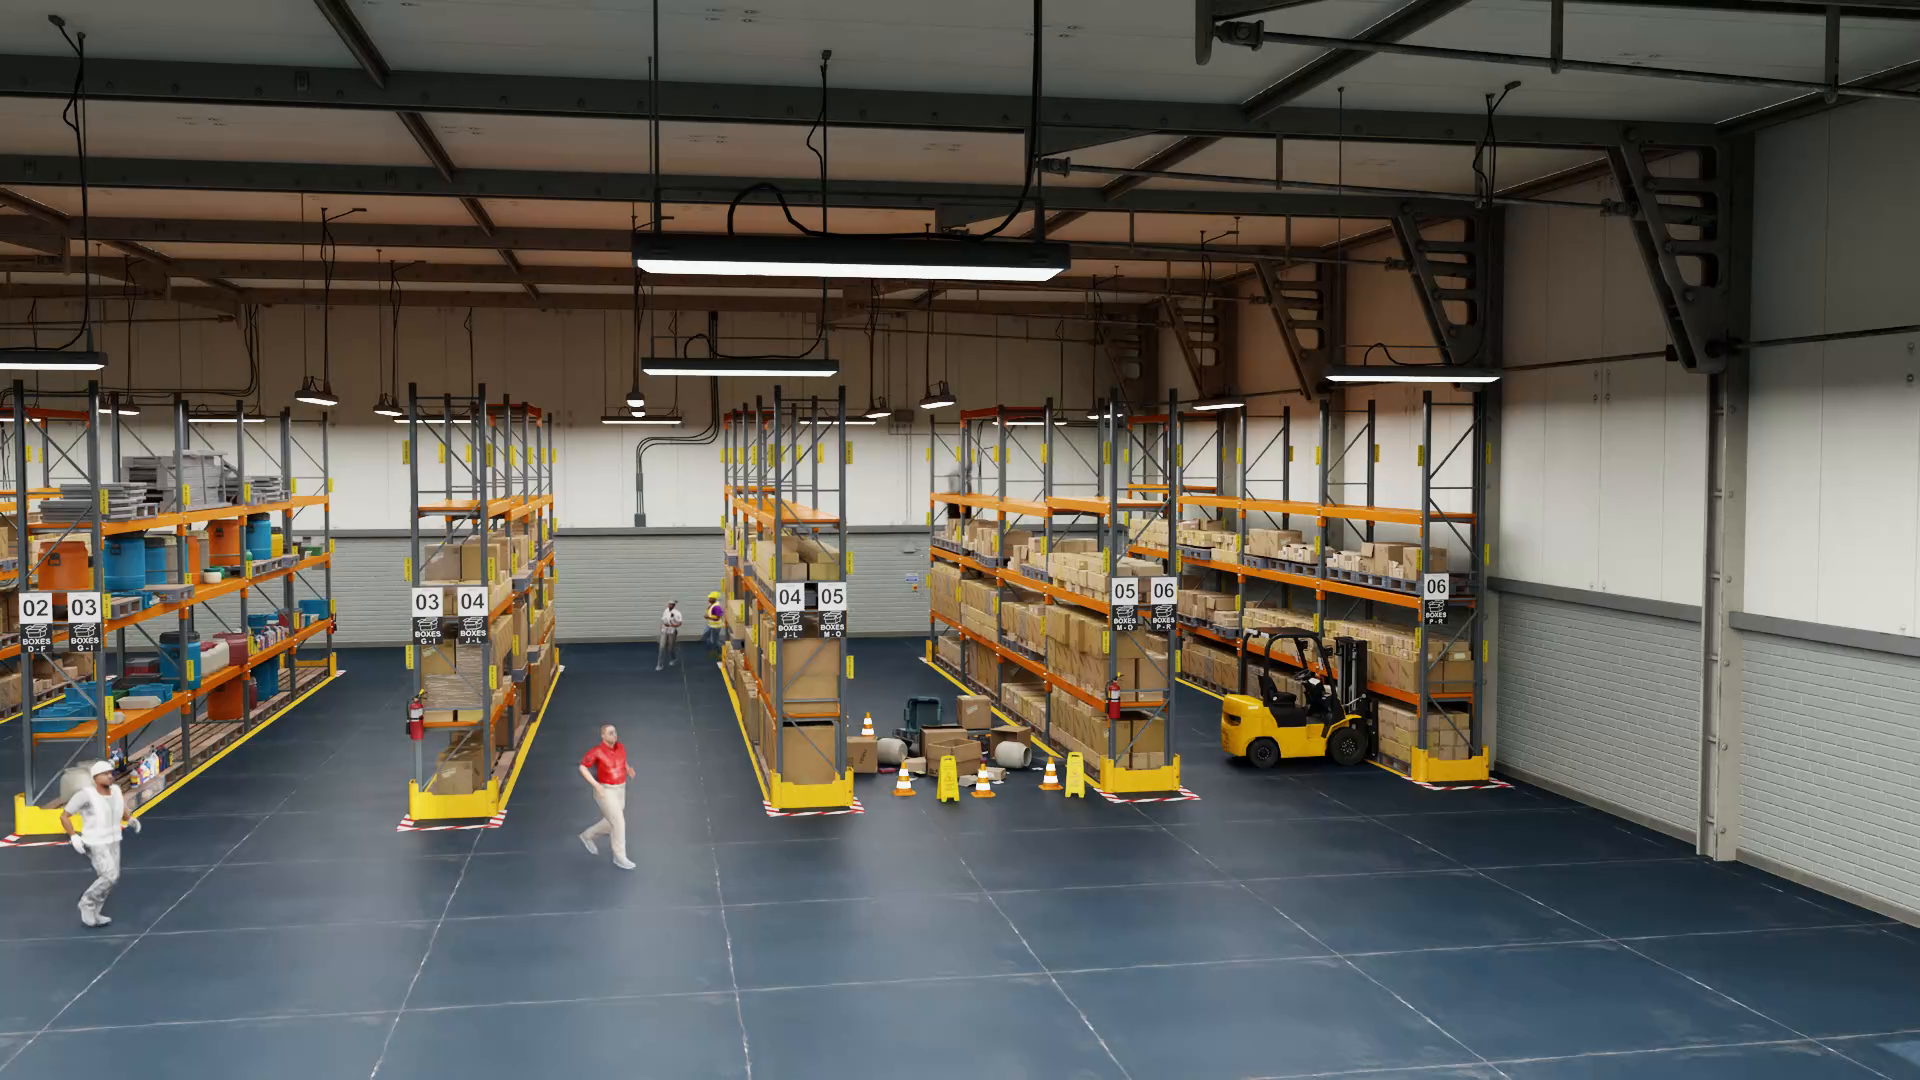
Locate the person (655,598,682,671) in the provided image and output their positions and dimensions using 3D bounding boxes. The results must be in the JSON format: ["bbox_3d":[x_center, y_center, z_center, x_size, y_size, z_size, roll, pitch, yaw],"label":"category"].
[{"bbox_3d":[-6.759,2.201,39.006,0.596,1.707,0.872,1,3,19],"label":"person"}]

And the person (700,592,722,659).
[{"bbox_3d":[-5.983,2.104,40.634,0.657,1.719,0.809,-1,3,-27],"label":"person"}]

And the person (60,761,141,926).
[{"bbox_3d":[-9.071,3.221,17.686,0.599,1.744,0.686,1,3,14],"label":"person"}]

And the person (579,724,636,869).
[{"bbox_3d":[-4.314,3.117,20.392,0.876,1.739,0.651,2,3,28],"label":"person"}]
